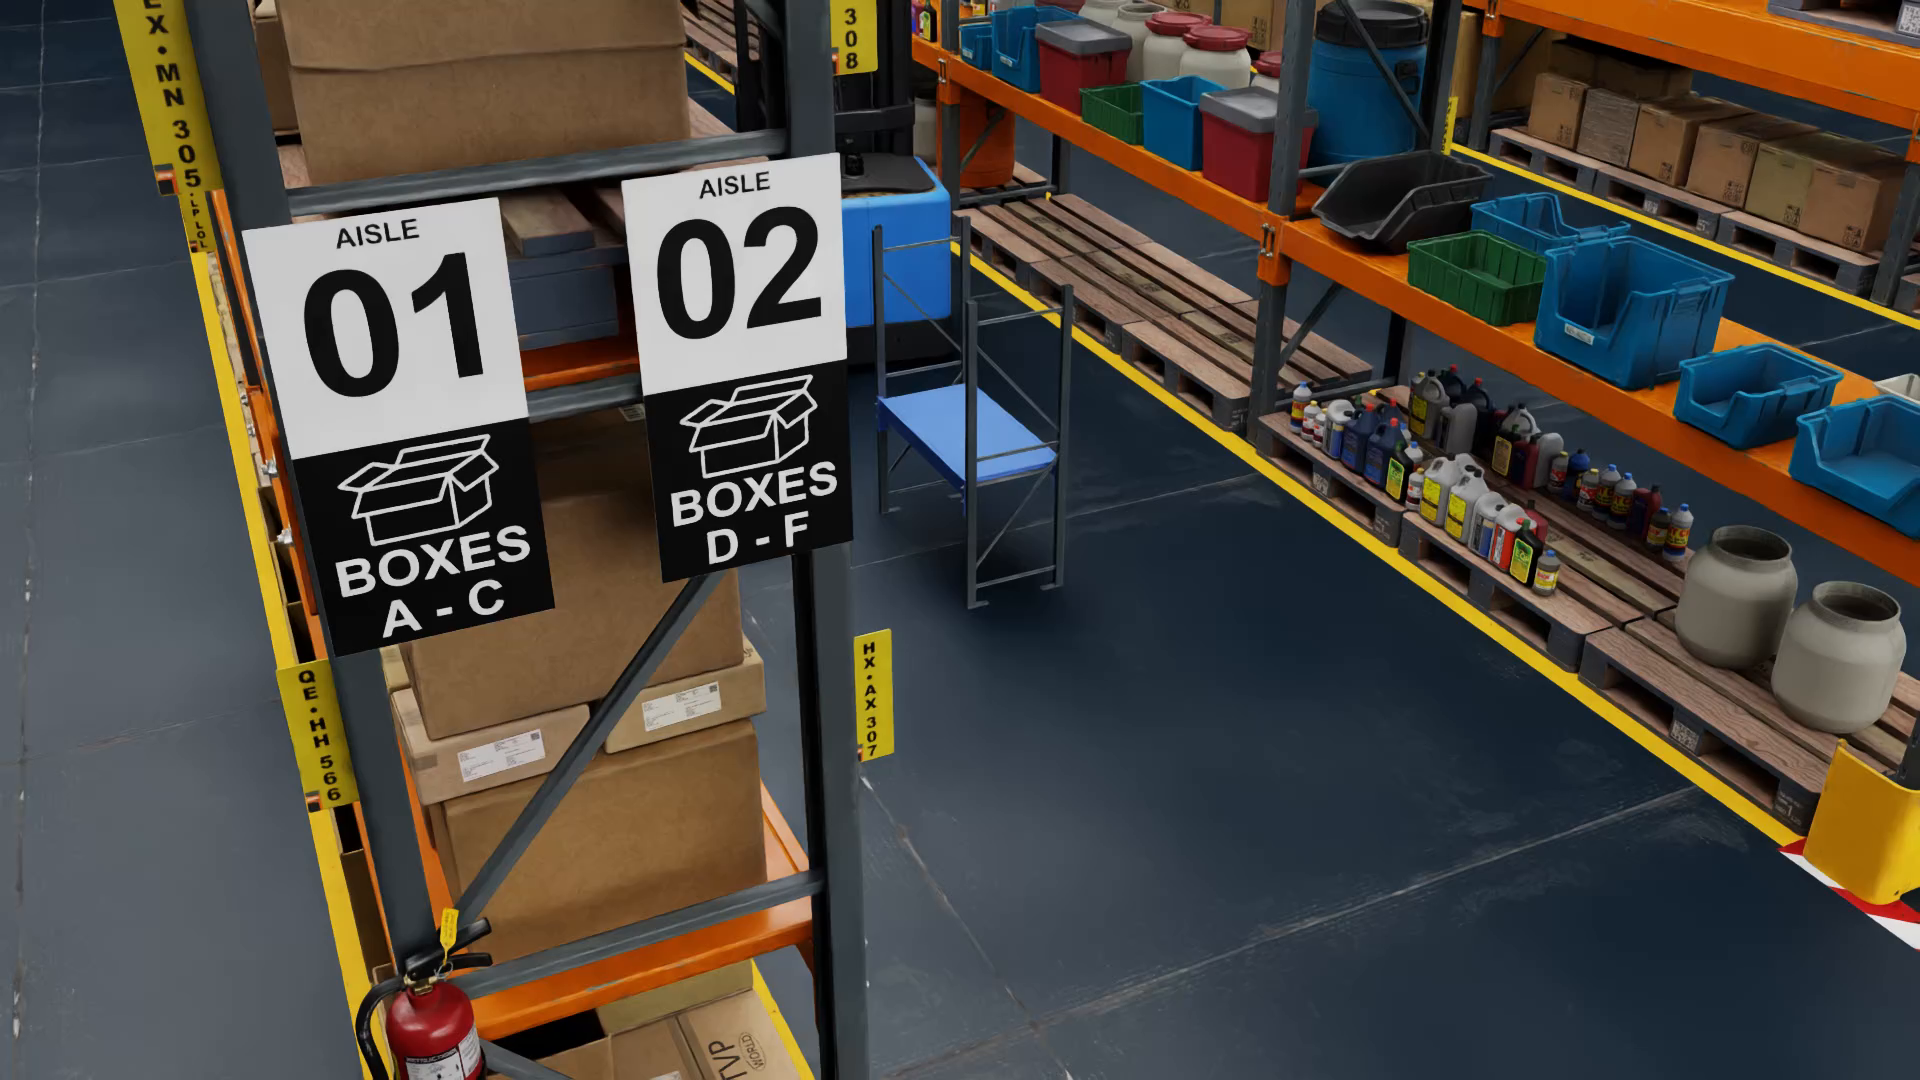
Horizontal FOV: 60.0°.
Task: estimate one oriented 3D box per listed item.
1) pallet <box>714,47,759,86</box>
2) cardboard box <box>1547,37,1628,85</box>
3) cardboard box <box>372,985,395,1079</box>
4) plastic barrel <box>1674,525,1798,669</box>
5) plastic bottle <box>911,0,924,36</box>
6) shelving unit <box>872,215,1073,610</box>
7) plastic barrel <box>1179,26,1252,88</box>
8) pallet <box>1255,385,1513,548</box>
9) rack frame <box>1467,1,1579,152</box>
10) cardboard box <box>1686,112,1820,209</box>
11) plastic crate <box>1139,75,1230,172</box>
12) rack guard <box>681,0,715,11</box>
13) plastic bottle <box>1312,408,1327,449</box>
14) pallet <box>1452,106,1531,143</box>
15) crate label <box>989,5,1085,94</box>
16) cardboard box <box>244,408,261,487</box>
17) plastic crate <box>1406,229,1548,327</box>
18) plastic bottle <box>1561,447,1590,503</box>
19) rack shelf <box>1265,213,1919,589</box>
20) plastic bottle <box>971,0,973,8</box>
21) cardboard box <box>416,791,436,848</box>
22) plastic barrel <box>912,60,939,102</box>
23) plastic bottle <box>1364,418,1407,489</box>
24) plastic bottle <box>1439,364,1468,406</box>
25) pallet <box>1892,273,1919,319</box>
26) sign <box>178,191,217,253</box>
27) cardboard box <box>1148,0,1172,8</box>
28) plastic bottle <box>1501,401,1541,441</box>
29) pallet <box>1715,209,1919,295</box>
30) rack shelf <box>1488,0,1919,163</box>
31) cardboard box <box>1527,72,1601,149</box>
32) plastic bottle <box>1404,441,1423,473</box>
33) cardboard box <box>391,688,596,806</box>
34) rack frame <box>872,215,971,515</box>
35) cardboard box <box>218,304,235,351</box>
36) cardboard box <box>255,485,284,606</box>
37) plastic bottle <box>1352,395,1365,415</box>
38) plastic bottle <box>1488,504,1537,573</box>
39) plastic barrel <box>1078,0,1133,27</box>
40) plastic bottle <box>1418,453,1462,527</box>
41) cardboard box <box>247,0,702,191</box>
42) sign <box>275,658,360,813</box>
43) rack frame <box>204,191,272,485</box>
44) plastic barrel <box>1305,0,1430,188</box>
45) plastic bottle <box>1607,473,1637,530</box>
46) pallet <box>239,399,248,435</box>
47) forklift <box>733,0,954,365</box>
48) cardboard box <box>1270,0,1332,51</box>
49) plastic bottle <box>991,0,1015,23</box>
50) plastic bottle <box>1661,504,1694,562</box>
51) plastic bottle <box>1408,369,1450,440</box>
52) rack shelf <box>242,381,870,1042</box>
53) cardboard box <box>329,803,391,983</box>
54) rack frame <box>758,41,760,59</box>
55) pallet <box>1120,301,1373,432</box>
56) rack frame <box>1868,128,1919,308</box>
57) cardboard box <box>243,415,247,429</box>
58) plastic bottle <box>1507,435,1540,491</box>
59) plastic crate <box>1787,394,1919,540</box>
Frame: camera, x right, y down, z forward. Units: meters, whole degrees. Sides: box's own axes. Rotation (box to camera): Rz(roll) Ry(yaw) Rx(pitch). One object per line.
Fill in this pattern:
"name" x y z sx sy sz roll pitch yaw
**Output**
"pallet" -1.724 -4.572 16.188 1.003 0.211 1.213 -13 32 -22
"cardboard box" 5.132 -3.884 13.448 0.500 0.250 0.500 -12 31 -20
"cardboard box" -1.419 1.491 4.907 0.500 0.250 0.500 -13 32 -22
"plastic barrel" 3.212 0.235 6.878 0.421 0.512 0.421 0 29 0
"plastic bottle" -0.314 -3.845 12.159 0.061 0.283 0.133 -13 32 -22
"shelving unit" 0.037 -0.616 7.816 0.538 1.500 1.048 -13 32 -22
"plastic barrel" 1.534 -2.790 10.019 0.433 0.535 0.433 0 29 0
"pallet" 2.312 -0.416 8.776 1.003 0.211 1.213 -13 32 -22
"rack frame" 4.818 -4.745 13.644 1.000 3.000 0.127 -13 32 -22
"cardboard box" 5.862 -2.817 12.312 0.700 0.500 0.500 -16 33 -26
"plastic crate" 1.307 -2.353 9.395 0.392 0.384 0.575 -13 32 -22
"rack guard" -3.112 -6.156 18.717 1.175 0.500 0.348 -13 32 -22
"plastic bottle" 1.890 -0.586 8.640 0.097 0.201 0.097 0 29 0
"pallet" 4.547 -3.892 14.976 1.003 0.211 1.213 -13 32 -22
"crate label" 0.526 -3.224 10.897 0.502 0.435 0.616 -13 32 -22
"cardboard box" -3.076 -0.475 7.839 0.500 0.311 0.500 -12 32 -21
"plastic crate" 2.389 -1.186 7.515 0.450 0.188 0.662 -13 32 -22
"plastic bottle" 3.005 -0.324 8.101 0.097 0.271 0.097 0 29 0
"rack shelf" 2.920 -0.740 7.239 1.077 0.370 4.000 -13 32 -22
"plastic bottle" 0.136 -4.288 12.949 0.061 0.283 0.133 -13 32 -22
"cardboard box" -1.115 0.384 4.396 0.700 0.500 0.500 -12 32 -21
"plastic barrel" -0.366 -3.547 13.545 0.600 0.588 0.708 -13 32 -22
"plastic bottle" 2.114 -0.447 8.239 0.144 0.351 0.185 -15 32 -24
"plastic bottle" 2.598 -0.750 8.780 0.144 0.351 0.185 -14 32 -23
"pallet" 6.855 -1.472 10.659 1.003 0.211 1.213 -13 32 -22
"sign" -2.900 -1.252 6.312 0.100 0.325 0.005 -13 32 -22
"cardboard box" 2.503 -6.474 18.471 0.875 0.875 0.875 -13 32 -22
"plastic bottle" 2.819 -0.523 8.374 0.144 0.351 0.185 -13 32 -22
"pallet" 6.199 -2.105 11.788 1.003 0.211 1.213 -13 32 -22
"rack shelf" 5.676 -3.547 12.245 1.077 0.370 4.000 -13 32 -22
"cardboard box" 5.123 -3.554 13.628 0.700 0.500 0.500 -15 33 -25
"plastic bottle" 2.211 -0.355 8.157 0.097 0.271 0.097 0 29 0
"cardboard box" -1.033 0.412 3.682 0.380 0.149 0.250 -14 32 -23
"rack frame" -0.182 -0.841 8.216 0.500 1.500 0.032 -13 32 -22
"cardboard box" -3.721 -1.146 9.035 0.500 0.311 0.500 -14 32 -23
"cardboard box" -2.498 0.060 6.691 0.500 0.500 0.500 -13 32 -22
"plastic bottle" 2.062 -0.598 8.576 0.061 0.283 0.133 -13 32 -22
"plastic bottle" 2.511 -0.011 7.538 0.152 0.276 0.135 -13 32 -22
"plastic barrel" 0.979 -3.344 11.032 0.421 0.512 0.421 0 29 0
"plastic bottle" 2.297 -0.259 7.904 0.144 0.351 0.185 -13 32 -22
"cardboard box" -0.940 -0.985 3.194 0.797 0.503 0.637 -11 31 -19
"sign" -1.193 0.367 3.102 0.100 0.325 0.005 -13 32 -22
"rack frame" -2.414 -0.899 6.787 1.000 3.000 0.127 -13 32 -22
"plastic barrel" 2.169 -2.391 8.934 0.600 0.901 0.708 -13 32 -22
"plastic bottle" 3.135 -0.190 7.862 0.097 0.271 0.097 0 29 0
"pallet" -3.293 -0.540 8.997 1.003 0.211 1.213 -13 32 -22
"forklift" -0.900 -2.999 10.601 1.130 2.935 3.031 -7 30 -12
"cardboard box" 3.778 -5.095 16.012 1.225 0.875 0.875 -14 32 -24
"plastic bottle" 0.313 -3.878 12.225 0.152 0.276 0.135 -13 32 -22
"plastic bottle" 3.282 -0.039 7.592 0.097 0.271 0.097 0 29 0
"plastic bottle" 2.468 -0.720 8.726 0.144 0.351 0.185 -13 32 -22
"rack shelf" -1.555 0.298 5.387 1.077 0.370 4.000 -13 32 -22
"cardboard box" -1.638 0.944 5.115 0.500 0.500 0.500 -13 32 -22
"rack frame" -1.373 -5.472 14.941 1.000 3.000 0.127 -13 32 -22
"pallet" 1.689 -1.060 9.925 1.003 0.211 1.213 -13 32 -22
"rack frame" 6.535 -2.978 10.493 1.000 3.000 0.127 -13 32 -22
"cardboard box" -3.506 -0.680 8.778 0.500 0.250 0.500 -12 32 -21
"plastic bottle" 2.789 -0.398 8.221 0.061 0.283 0.133 -13 32 -22
"plastic crate" 3.293 -0.264 5.806 0.499 0.251 0.616 -13 32 -22
